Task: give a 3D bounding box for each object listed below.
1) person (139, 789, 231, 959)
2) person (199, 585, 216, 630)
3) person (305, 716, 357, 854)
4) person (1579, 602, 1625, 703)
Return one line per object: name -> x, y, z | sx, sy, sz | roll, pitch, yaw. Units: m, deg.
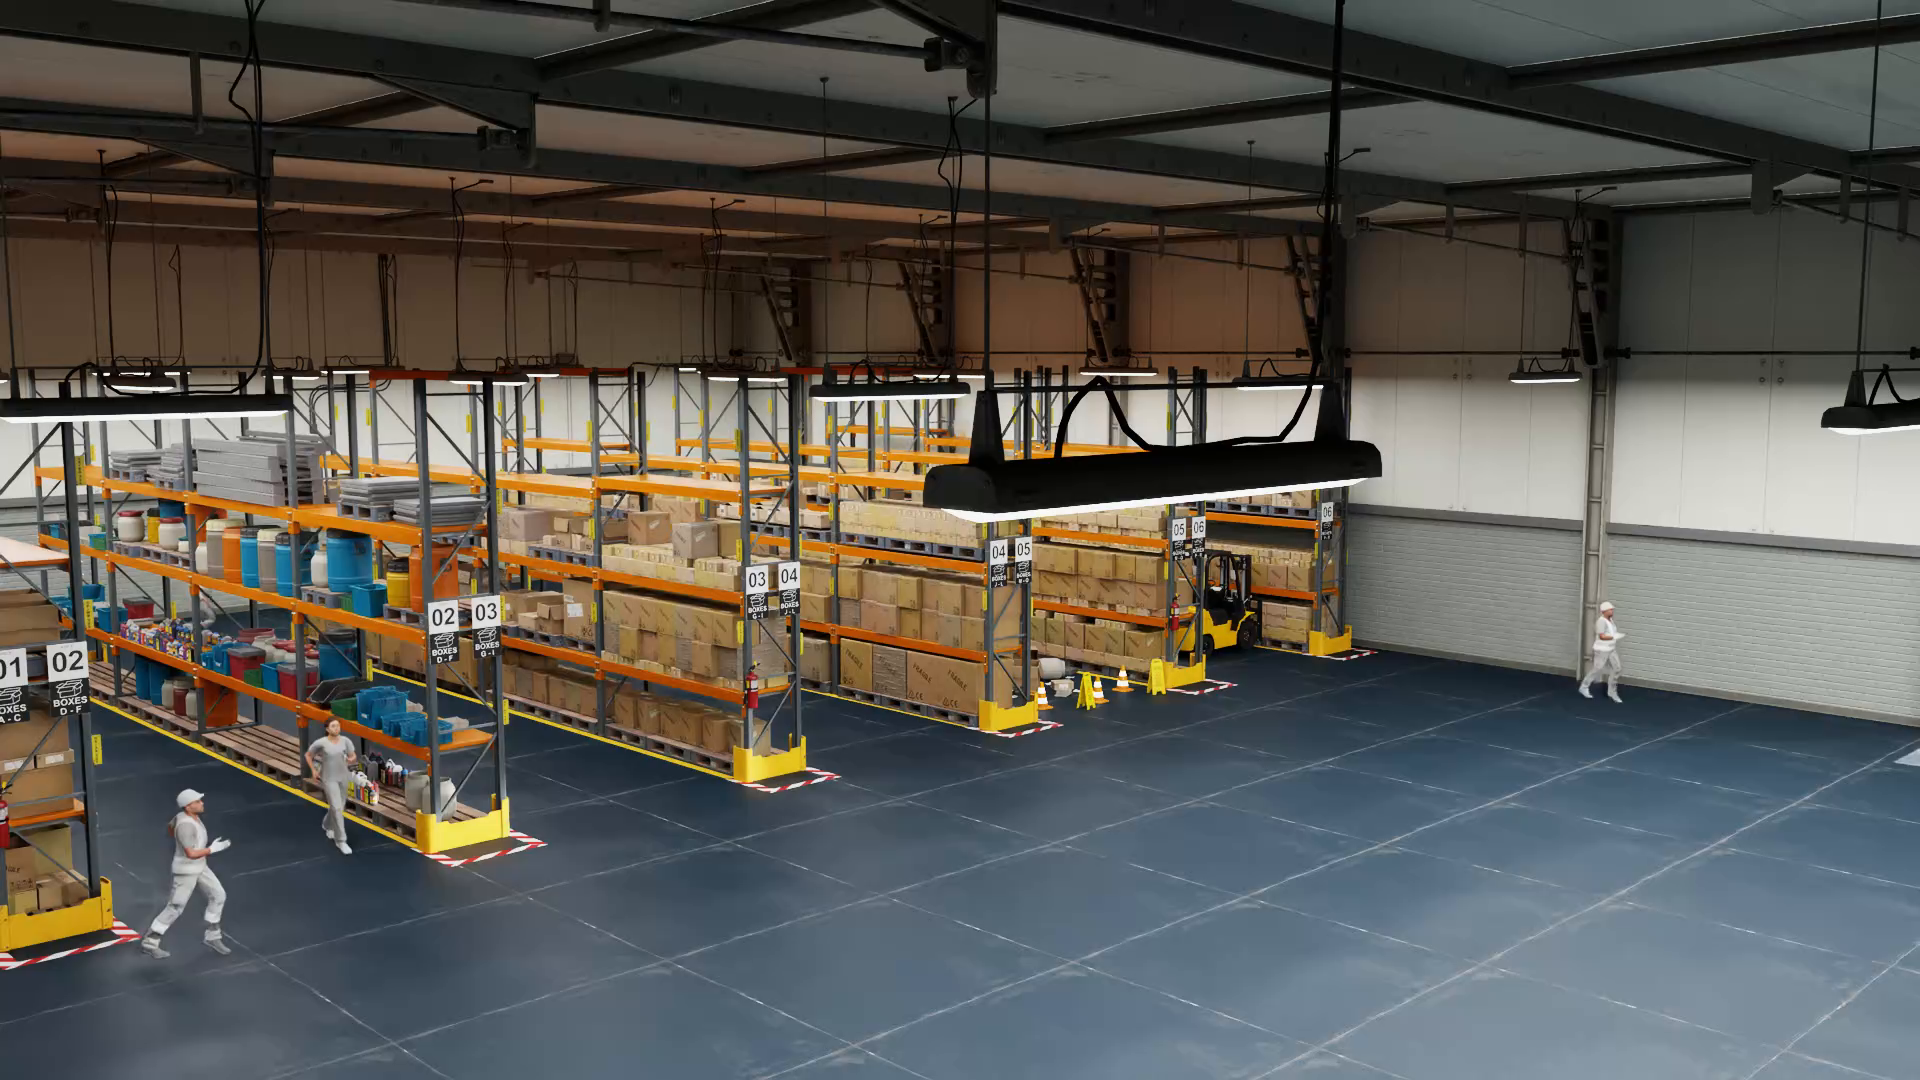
person -> -8.074, 3.489, 17.349 | 0.919, 1.827, 0.671 | -2, 7, -13
person -> -16.579, 1.563, 36.435 | 0.465, 1.346, 0.546 | -5, 8, -35
person -> -7.983, 3.085, 21.222 | 0.905, 1.687, 0.551 | 6, 9, 41
person -> 11.683, 2.037, 30.194 | 0.798, 1.850, 0.704 | 6, 9, 41
